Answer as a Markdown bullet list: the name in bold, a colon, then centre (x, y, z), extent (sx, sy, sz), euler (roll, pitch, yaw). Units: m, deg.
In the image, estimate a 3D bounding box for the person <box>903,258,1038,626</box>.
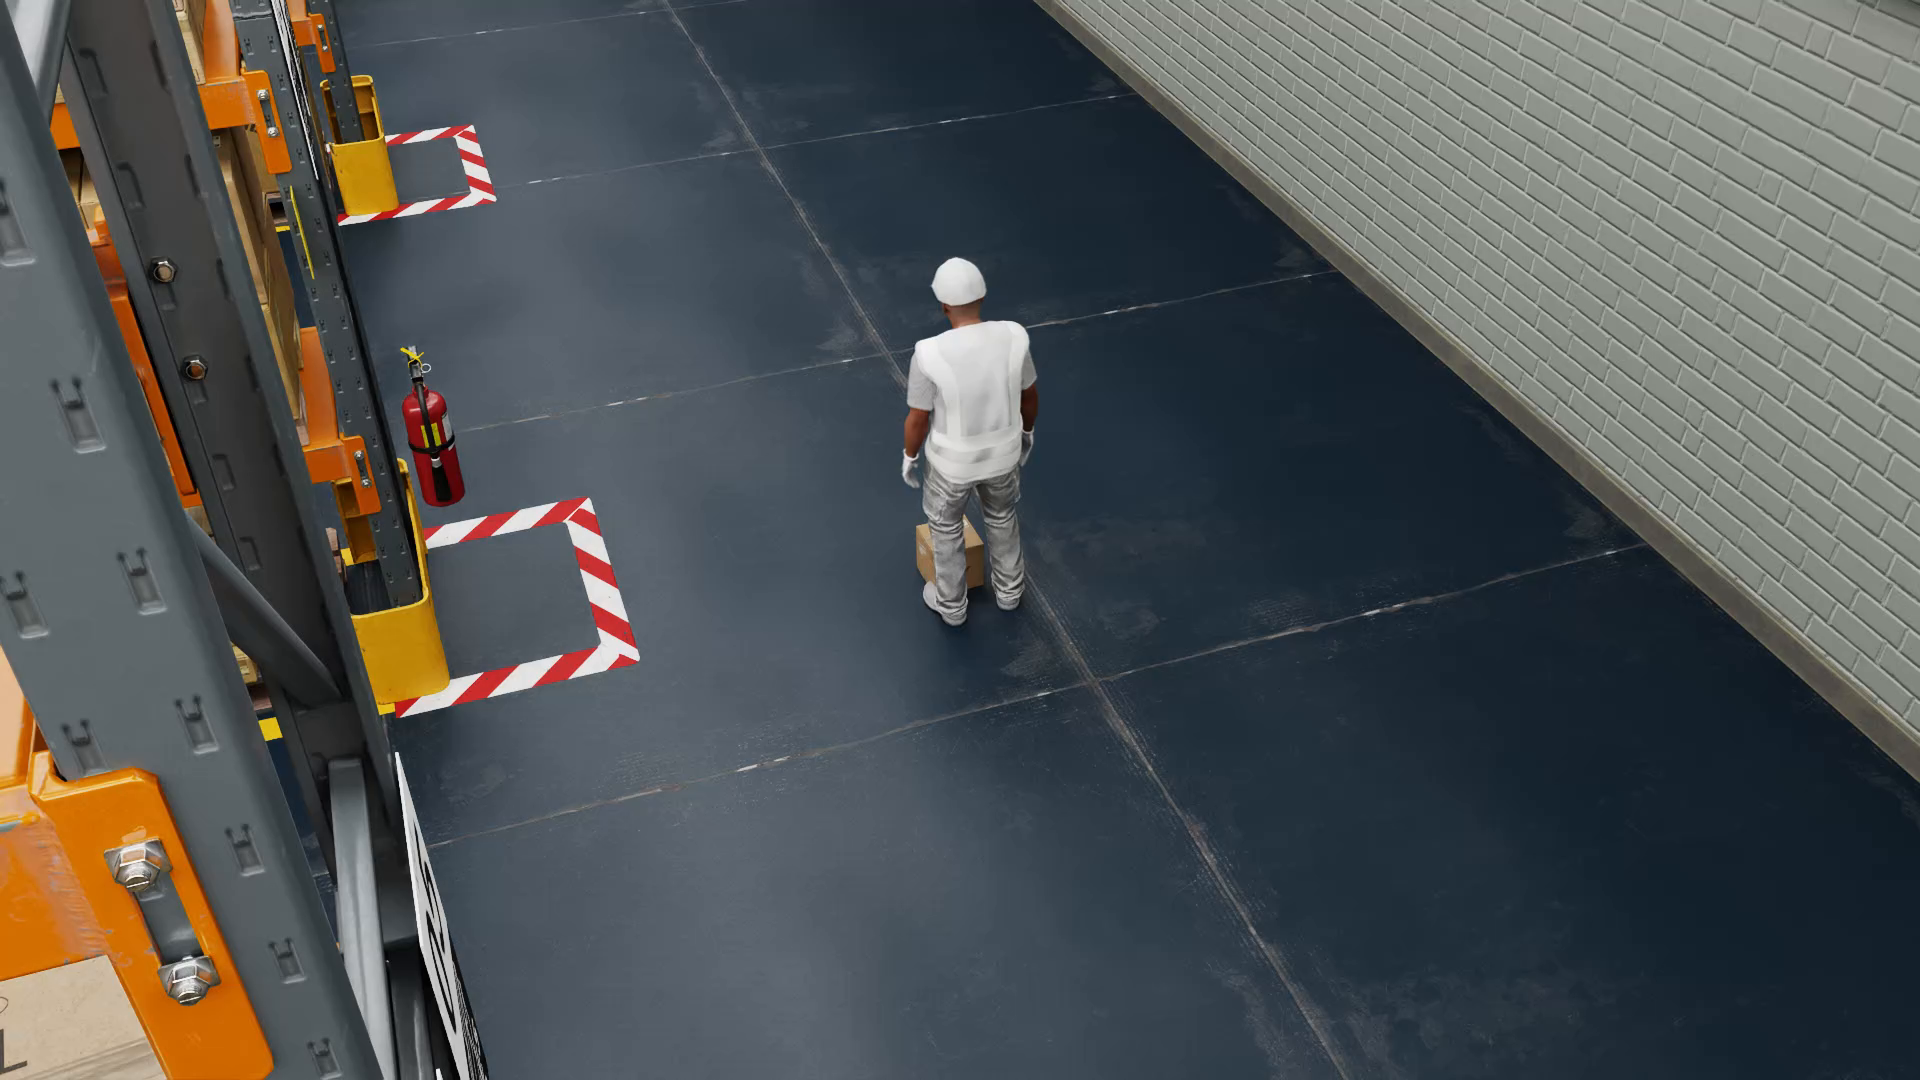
- **person**: centre (0.044, -0.403, 7.303), extent (0.620, 1.774, 0.453), euler (-13, 39, -16)
